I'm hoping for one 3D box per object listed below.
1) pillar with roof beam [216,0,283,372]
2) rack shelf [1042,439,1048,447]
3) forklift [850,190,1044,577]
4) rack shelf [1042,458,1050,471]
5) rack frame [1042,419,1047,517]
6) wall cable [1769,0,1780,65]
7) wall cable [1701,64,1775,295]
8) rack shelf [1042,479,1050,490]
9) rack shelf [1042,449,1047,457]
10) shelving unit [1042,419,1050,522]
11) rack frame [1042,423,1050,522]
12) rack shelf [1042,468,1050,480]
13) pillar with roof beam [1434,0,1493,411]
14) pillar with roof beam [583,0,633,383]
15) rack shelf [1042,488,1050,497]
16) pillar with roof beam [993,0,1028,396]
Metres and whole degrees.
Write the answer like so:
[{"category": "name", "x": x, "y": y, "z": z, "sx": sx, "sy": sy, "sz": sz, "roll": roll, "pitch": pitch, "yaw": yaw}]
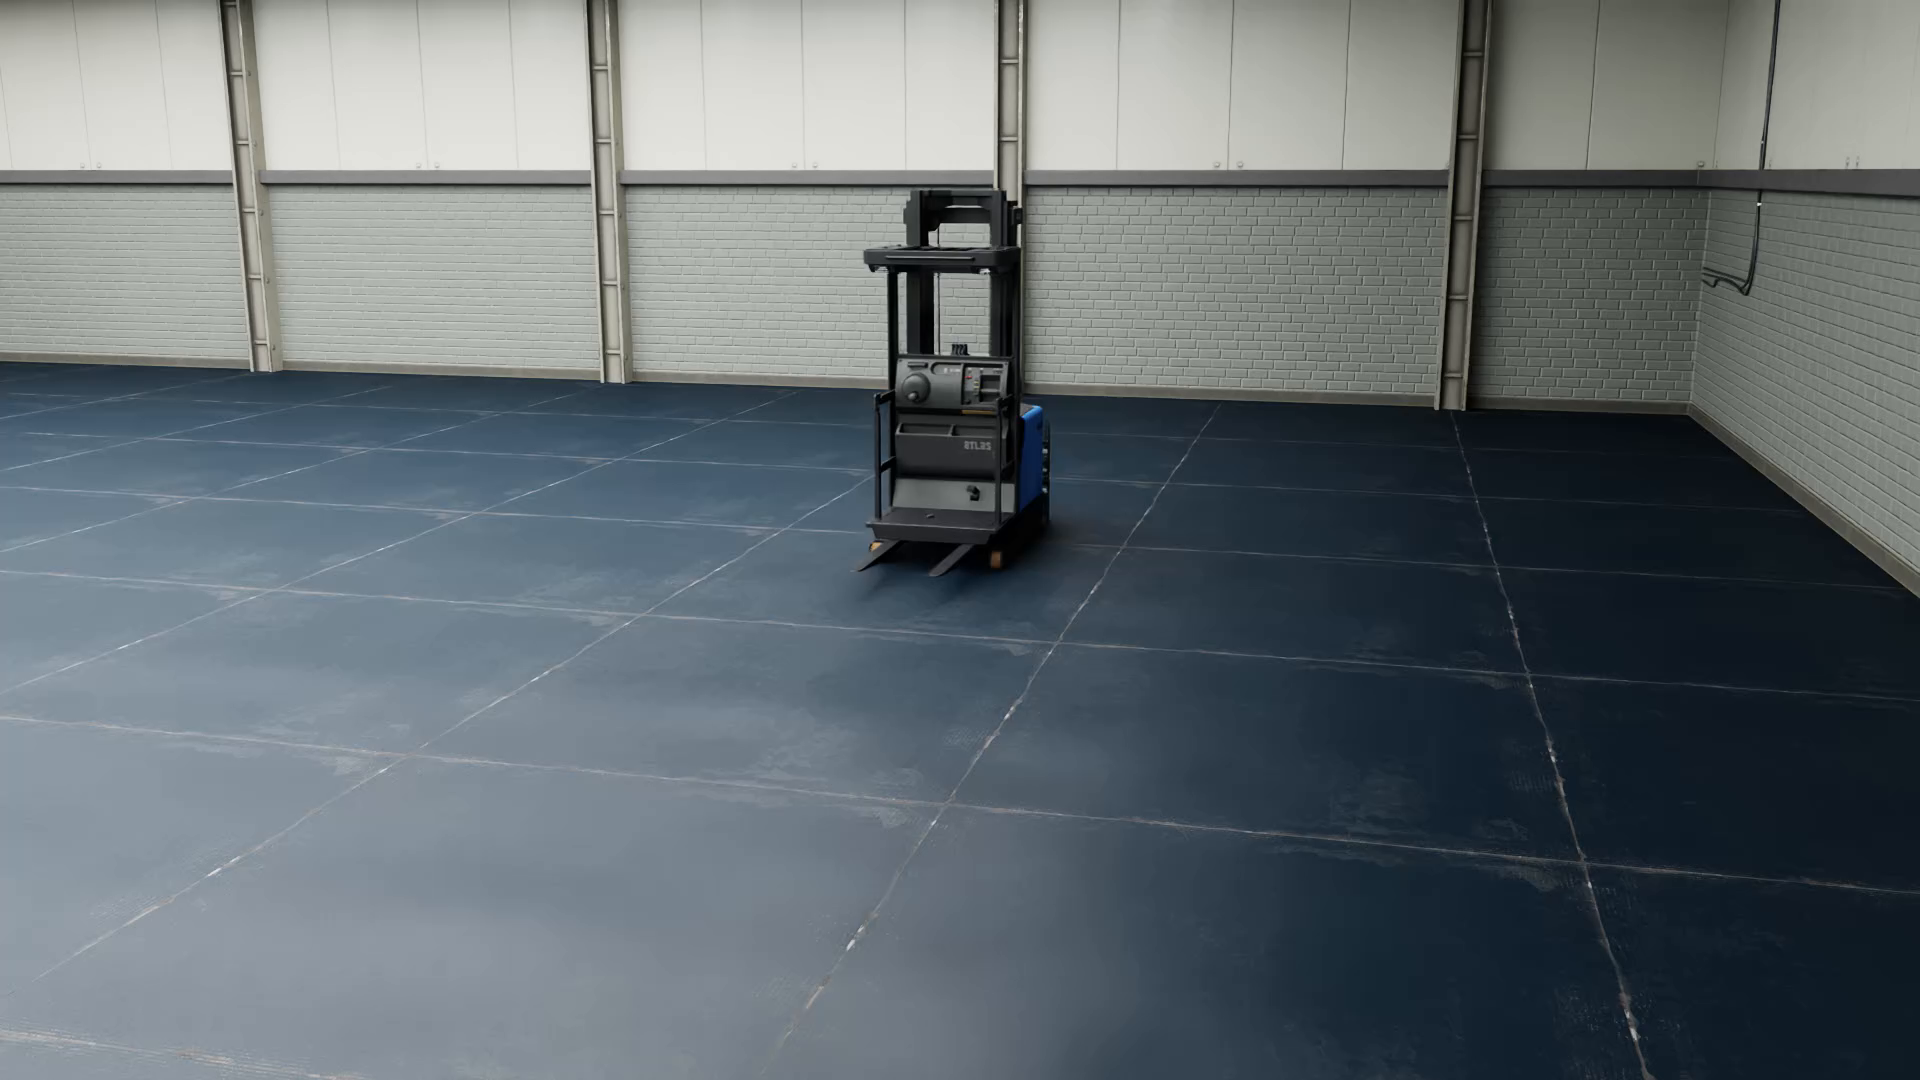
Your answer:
[{"category": "pillar with roof beam", "x": -11.994, "y": -6.169, "z": 21.265, "sx": 0.400, "sy": 9.000, "sz": 9.100, "roll": 3, "pitch": 13, "yaw": 14}, {"category": "rack shelf", "x": 0.674, "y": -0.854, "z": 14.914, "sx": 0.258, "sy": 0.077, "sz": 0.200, "roll": -1, "pitch": 13, "yaw": -3}, {"category": "forklift", "x": -0.114, "y": -1.287, "z": 13.268, "sx": 1.130, "sy": 2.935, "sz": 3.031, "roll": 3, "pitch": 13, "yaw": 14}, {"category": "rack shelf", "x": 0.674, "y": -0.678, "z": 14.953, "sx": 0.258, "sy": 0.077, "sz": 0.200, "roll": -1, "pitch": 13, "yaw": -3}, {"category": "rack frame", "x": 0.668, "y": -0.645, "z": 15.064, "sx": 0.240, "sy": 0.900, "sz": 0.006, "roll": -1, "pitch": 13, "yaw": -3}, {"category": "wall cable", "x": 8.409, "y": -6.090, "z": 16.418, "sx": 0.112, "sy": 2.526, "sz": 3.097, "roll": 3, "pitch": 13, "yaw": 14}, {"category": "wall cable", "x": 9.057, "y": -4.194, "z": 19.529, "sx": 0.112, "sy": 2.526, "sz": 3.097, "roll": 3, "pitch": 13, "yaw": 14}, {"category": "rack shelf", "x": 0.674, "y": -0.503, "z": 14.992, "sx": 0.258, "sy": 0.077, "sz": 0.200, "roll": -1, "pitch": 13, "yaw": -3}, {"category": "rack shelf", "x": 0.674, "y": -0.766, "z": 14.933, "sx": 0.258, "sy": 0.077, "sz": 0.200, "roll": -1, "pitch": 13, "yaw": -3}, {"category": "shelving unit", "x": 0.674, "y": -0.623, "z": 14.965, "sx": 0.258, "sy": 0.900, "sz": 0.210, "roll": -1, "pitch": 13, "yaw": -3}, {"category": "rack frame", "x": 0.680, "y": -0.601, "z": 14.866, "sx": 0.240, "sy": 0.900, "sz": 0.006, "roll": -1, "pitch": 13, "yaw": -3}, {"category": "rack shelf", "x": 0.674, "y": -0.591, "z": 14.972, "sx": 0.258, "sy": 0.077, "sz": 0.200, "roll": -1, "pitch": 13, "yaw": -3}, {"category": "pillar with roof beam", "x": 5.482, "y": -5.235, "z": 17.055, "sx": 0.400, "sy": 9.000, "sz": 9.100, "roll": 3, "pitch": 13, "yaw": 14}, {"category": "pillar with roof beam", "x": -6.168, "y": -5.858, "z": 19.862, "sx": 0.400, "sy": 9.000, "sz": 9.100, "roll": 3, "pitch": 13, "yaw": 14}, {"category": "rack shelf", "x": 0.674, "y": -0.415, "z": 15.011, "sx": 0.258, "sy": 0.077, "sz": 0.200, "roll": -1, "pitch": 13, "yaw": -3}, {"category": "pillar with roof beam", "x": -0.343, "y": -5.547, "z": 18.458, "sx": 0.400, "sy": 9.000, "sz": 9.100, "roll": 3, "pitch": 13, "yaw": 14}]
